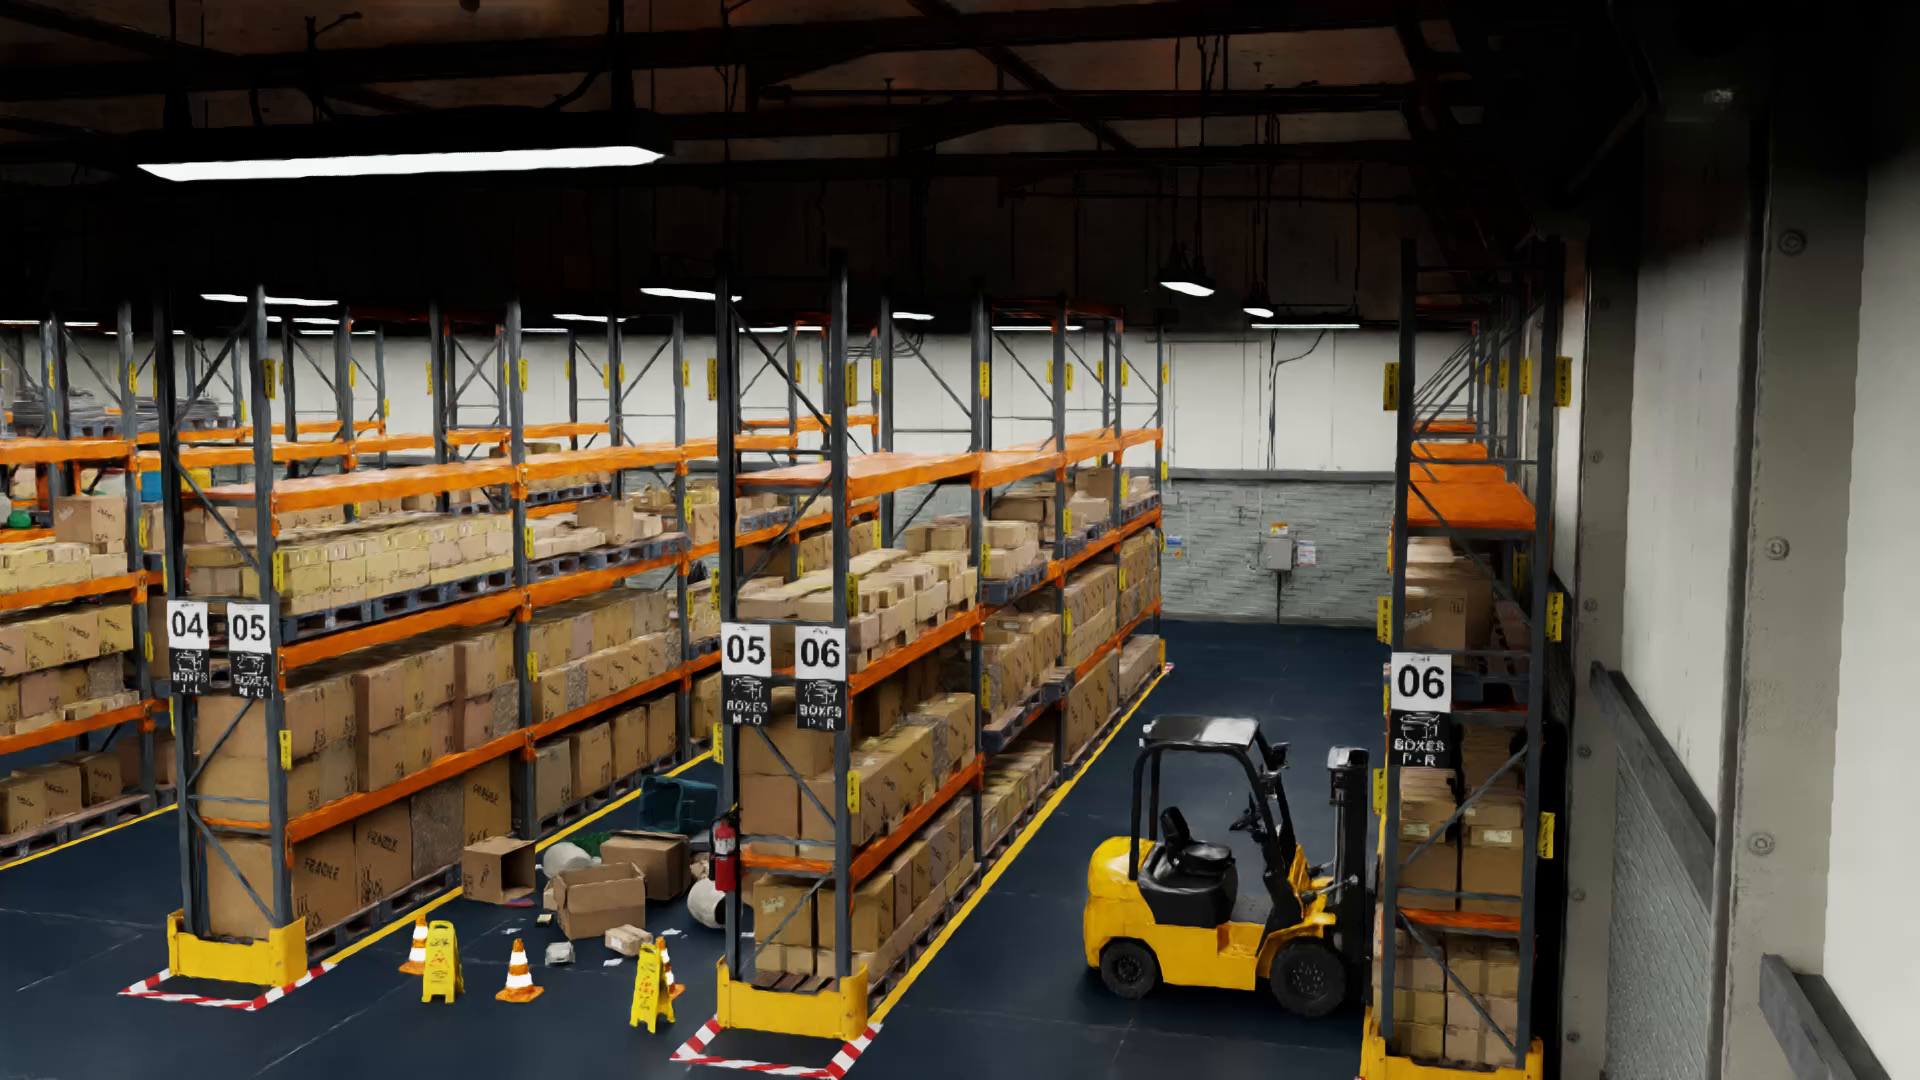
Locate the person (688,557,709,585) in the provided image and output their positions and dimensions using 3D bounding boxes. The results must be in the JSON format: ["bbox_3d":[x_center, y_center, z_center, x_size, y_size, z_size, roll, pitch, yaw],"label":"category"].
[{"bbox_3d":[-5.101,0.964,31.834,0.538,1.664,1.029,1,6,7],"label":"person"}]
